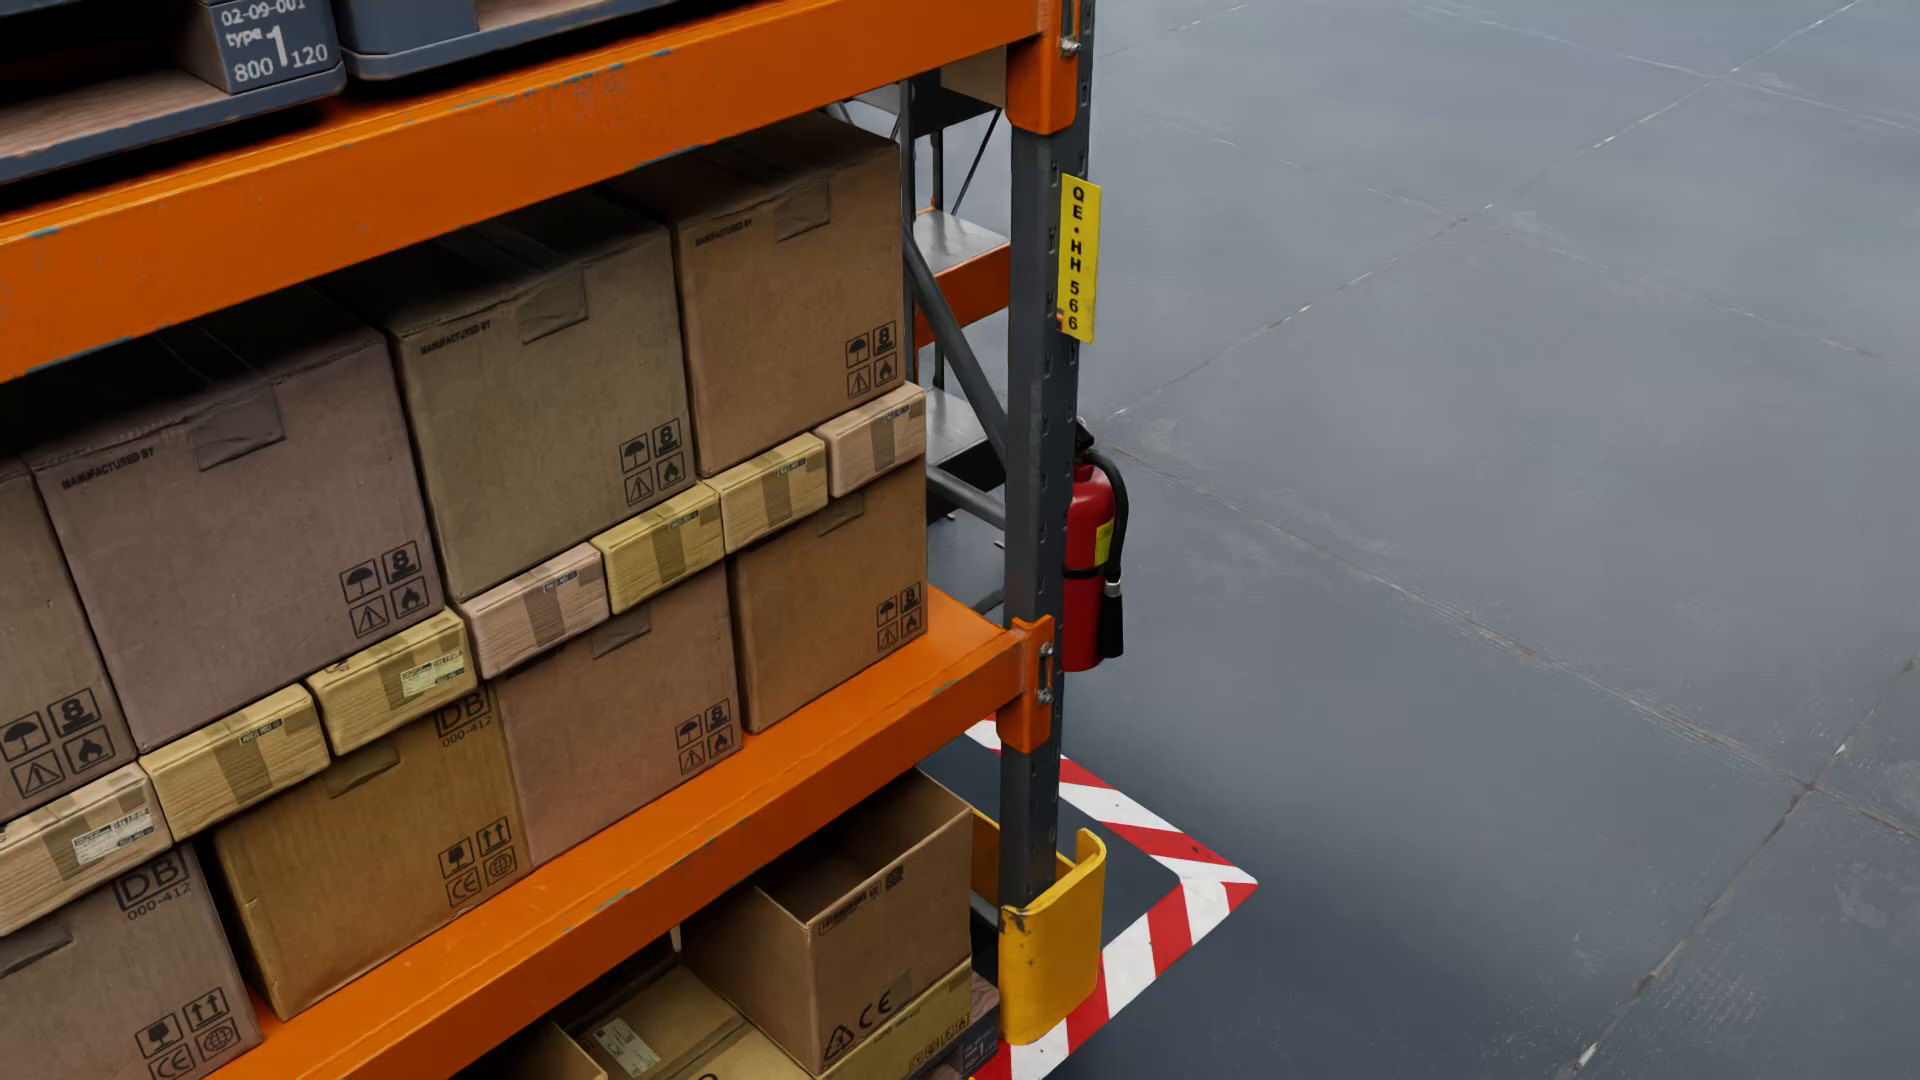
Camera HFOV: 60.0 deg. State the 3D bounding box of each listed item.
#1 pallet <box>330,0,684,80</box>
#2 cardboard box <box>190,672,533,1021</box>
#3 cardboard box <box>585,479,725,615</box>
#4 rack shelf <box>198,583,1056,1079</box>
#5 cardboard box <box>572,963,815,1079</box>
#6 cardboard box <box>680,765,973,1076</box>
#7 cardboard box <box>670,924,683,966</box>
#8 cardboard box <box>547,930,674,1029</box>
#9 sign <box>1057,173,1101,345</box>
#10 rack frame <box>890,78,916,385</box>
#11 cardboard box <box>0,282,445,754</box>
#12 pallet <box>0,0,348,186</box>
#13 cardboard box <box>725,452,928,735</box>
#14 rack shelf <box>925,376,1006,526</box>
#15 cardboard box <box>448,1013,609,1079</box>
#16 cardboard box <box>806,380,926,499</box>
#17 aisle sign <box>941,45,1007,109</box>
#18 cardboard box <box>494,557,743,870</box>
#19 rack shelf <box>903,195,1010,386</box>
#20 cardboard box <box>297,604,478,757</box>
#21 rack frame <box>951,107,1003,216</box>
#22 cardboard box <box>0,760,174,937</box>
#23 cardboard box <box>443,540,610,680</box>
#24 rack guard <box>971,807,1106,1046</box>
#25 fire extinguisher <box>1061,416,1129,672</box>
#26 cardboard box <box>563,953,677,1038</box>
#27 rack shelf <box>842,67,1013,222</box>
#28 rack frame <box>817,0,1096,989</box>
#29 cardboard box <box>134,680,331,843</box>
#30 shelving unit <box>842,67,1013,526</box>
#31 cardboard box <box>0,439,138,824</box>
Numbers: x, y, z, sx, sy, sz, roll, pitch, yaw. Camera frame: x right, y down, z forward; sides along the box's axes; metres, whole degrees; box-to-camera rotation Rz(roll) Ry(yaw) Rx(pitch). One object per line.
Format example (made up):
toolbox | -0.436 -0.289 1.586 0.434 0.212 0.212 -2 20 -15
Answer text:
pallet | -0.669 -1.104 2.665 1.003 0.211 1.213 30 45 35
cardboard box | -1.211 0.372 3.008 0.500 0.500 0.700 -30 45 -35
cardboard box | -0.650 -0.051 3.046 0.380 0.149 0.250 29 44 35
rack shelf | -1.562 0.921 2.936 1.077 0.370 4.000 30 45 35
cardboard box | -0.664 1.314 3.780 0.500 0.250 0.500 30 45 35
cardboard box | -0.319 0.800 3.862 0.500 0.500 0.500 30 45 35
cardboard box | -0.688 0.898 4.377 0.500 0.250 0.500 30 45 35
cardboard box | -1.039 0.794 3.871 0.500 0.500 0.500 30 45 35
sign | 0.223 -0.534 3.174 0.100 0.325 0.005 30 45 35
rack frame | -0.289 -0.695 5.411 0.400 2.100 0.015 30 45 35
cardboard box | -1.249 -0.133 2.597 0.500 0.500 0.700 -30 45 -35
pallet | -1.529 -0.606 1.952 1.003 0.211 1.213 30 45 35
cardboard box | -0.490 -0.043 3.602 0.700 0.500 0.500 30 45 35
rack shelf | -0.117 -0.209 5.961 0.431 0.518 0.480 30 45 35
cardboard box | -1.013 1.211 3.272 0.500 0.500 0.500 30 45 35
cardboard box | -0.286 -0.261 3.348 0.380 0.149 0.250 29 44 35
aisle sign | 0.102 -1.161 3.019 0.394 0.787 0.004 30 45 35
cardboard box | -2.347 1.459 2.183 4.930 1.340 1.023 -29 44 -35
rack shelf | -0.117 -0.783 5.561 0.431 0.518 0.480 30 45 35
cardboard box | -1.013 0.157 2.748 0.250 0.149 0.380 -28 44 -34
rack frame | 0.054 -0.894 5.696 0.380 1.831 0.006 30 45 35
cardboard box | -1.378 0.369 2.444 0.380 0.149 0.250 29 44 35
cardboard box | -0.829 0.051 2.901 0.250 0.149 0.380 -29 44 -35
rack guard | -0.136 0.829 4.624 1.175 0.500 0.348 30 45 35
fire extinguisher | 0.260 -0.015 3.717 0.296 0.674 0.183 30 45 35
cardboard box | -1.038 1.102 4.084 0.500 0.250 0.500 30 45 35
rack shelf | -0.117 -1.357 5.160 0.431 0.518 0.480 30 45 35
rack frame | -0.152 -0.186 3.895 1.000 3.000 0.127 30 45 35
cardboard box | -1.198 0.265 2.593 0.250 0.149 0.380 -29 44 -34
shelving unit | -0.118 -0.793 5.552 0.431 2.100 0.499 30 45 35
cardboard box | -1.602 0.071 2.305 0.700 0.500 0.500 30 45 35
